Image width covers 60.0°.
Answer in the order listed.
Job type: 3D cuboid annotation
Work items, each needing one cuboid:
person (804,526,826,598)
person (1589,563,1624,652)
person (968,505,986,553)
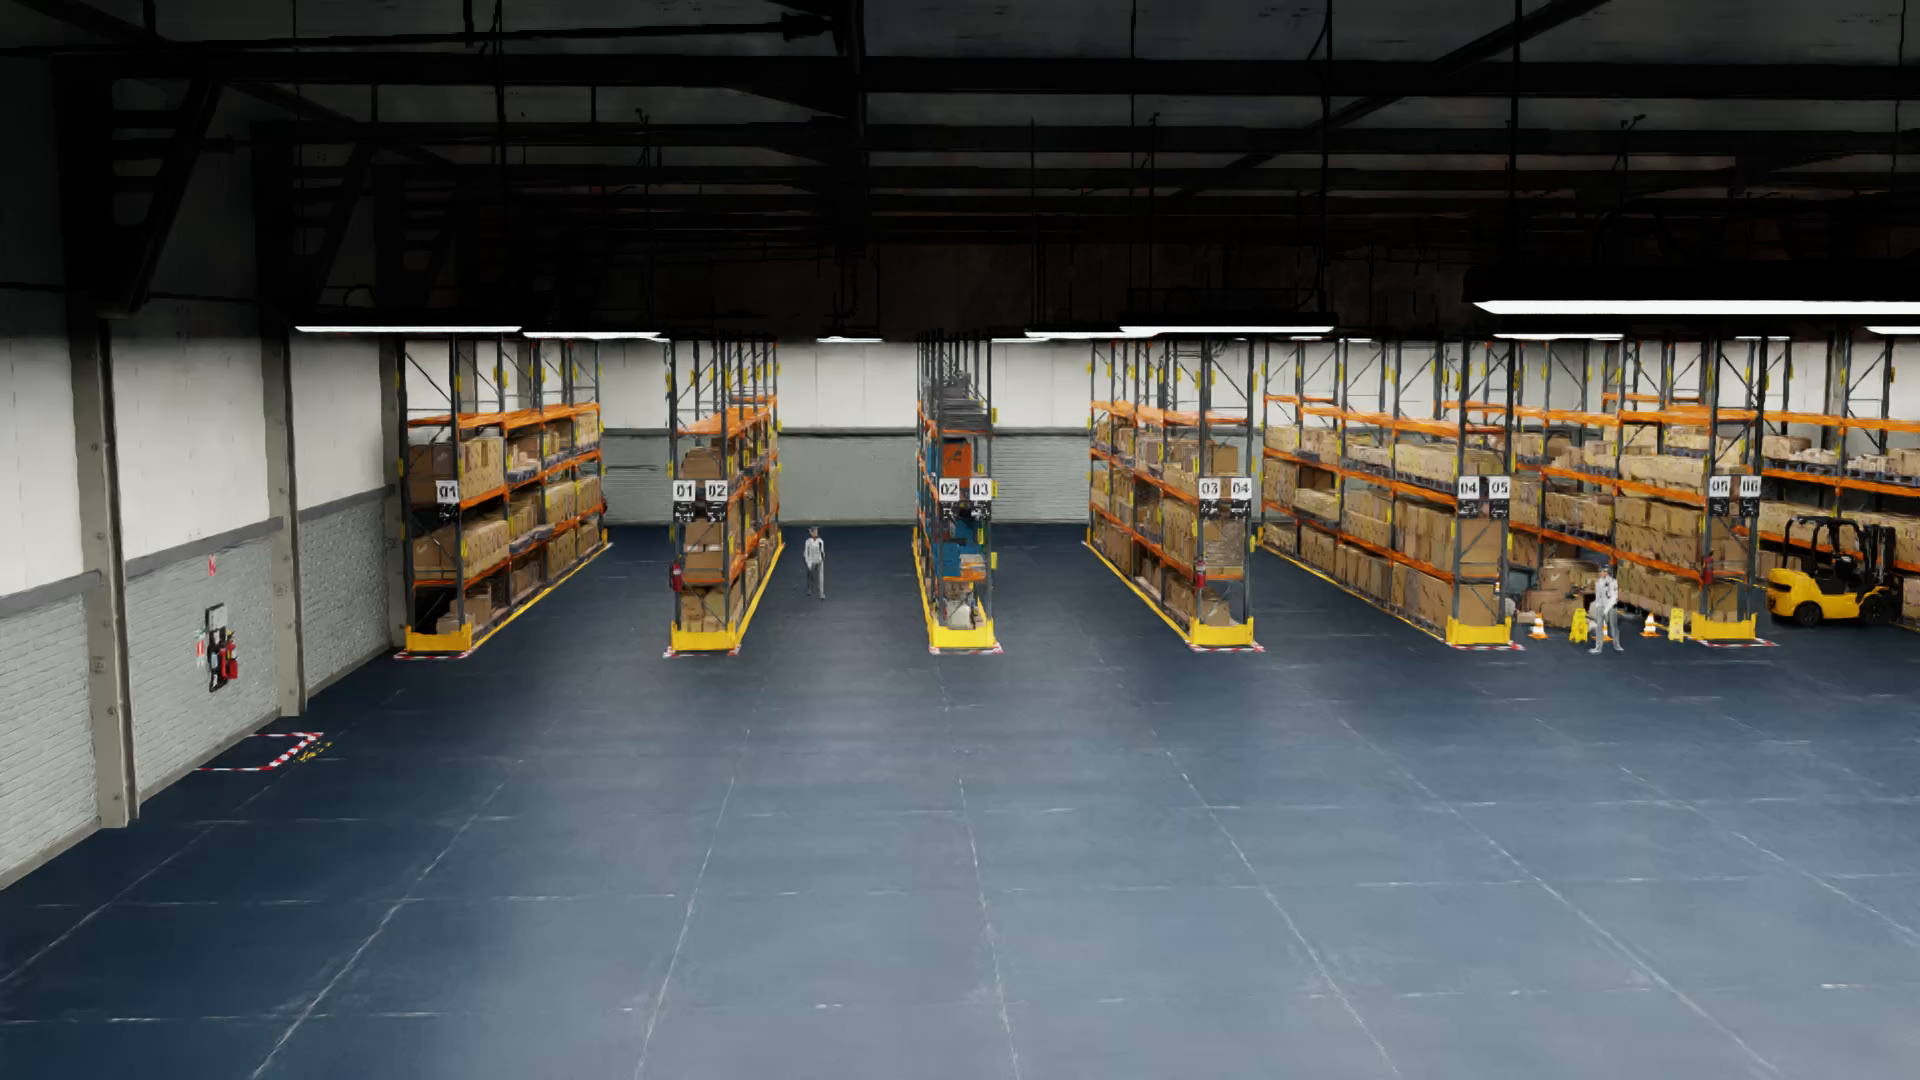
[{"bbox_3d":[-3.283,0.485,37.503,0.482,1.622,0.994,-1,7,-12],"label":"person"},{"bbox_3d":[12.052,1.257,30.962,0.678,1.658,0.500,-5,8,-34],"label":"person"},{"bbox_3d":[0.444,-0.514,45.558,0.527,1.728,1.032,-1,7,-11],"label":"person"}]
